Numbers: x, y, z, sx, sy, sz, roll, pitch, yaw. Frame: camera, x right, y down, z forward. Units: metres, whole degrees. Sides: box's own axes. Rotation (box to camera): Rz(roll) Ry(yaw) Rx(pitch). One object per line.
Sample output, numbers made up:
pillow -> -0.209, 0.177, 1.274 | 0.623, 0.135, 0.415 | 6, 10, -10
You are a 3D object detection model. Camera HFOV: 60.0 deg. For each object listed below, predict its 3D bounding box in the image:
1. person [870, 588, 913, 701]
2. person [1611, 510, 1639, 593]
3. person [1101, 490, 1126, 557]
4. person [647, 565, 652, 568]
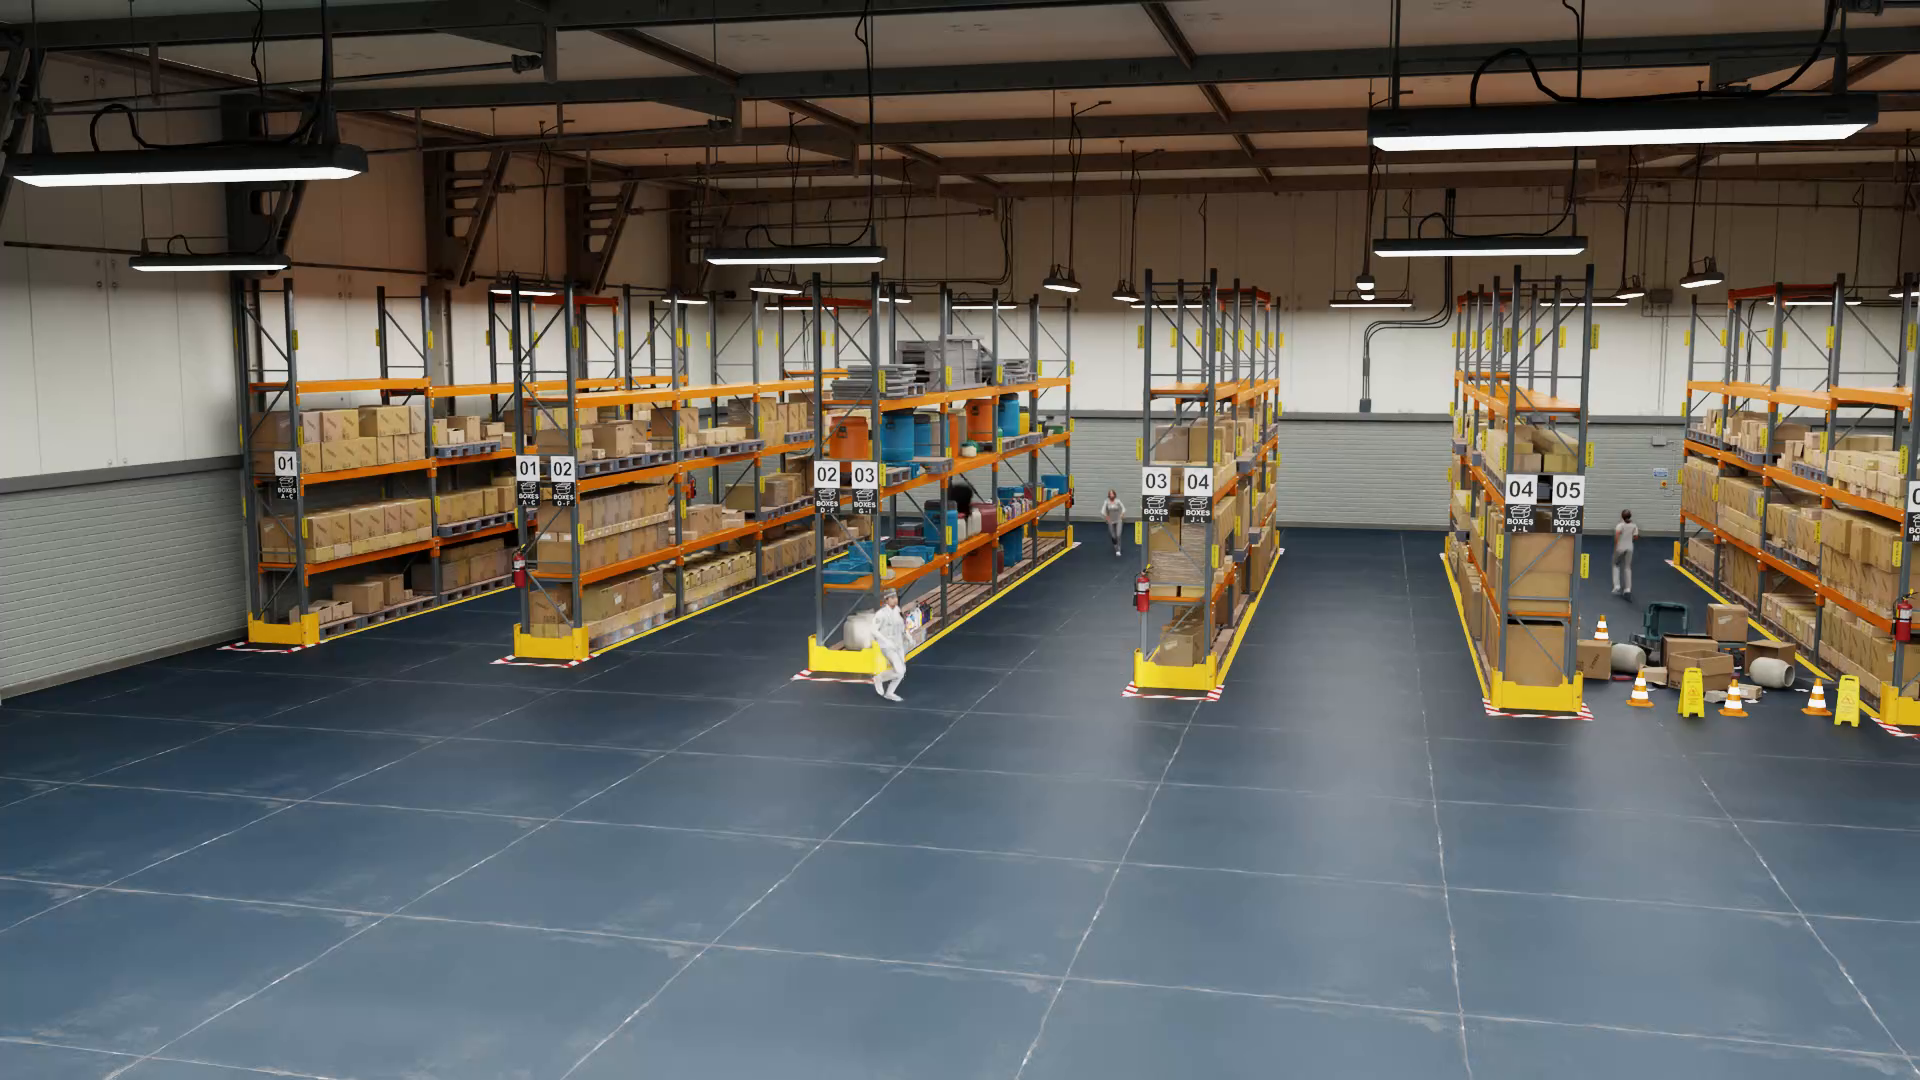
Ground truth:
person -> -0.920, 1.456, 23.069 | 0.476, 1.622, 0.613 | 5, 8, 35
person -> 13.108, 0.261, 32.795 | 0.550, 1.719, 0.745 | 1, 7, 5
person -> 3.587, -0.395, 38.853 | 0.570, 1.548, 0.601 | 0, 7, 3
person -> -6.506, 0.107, 33.777 | 0.713, 1.730, 0.661 | 2, 7, 18
